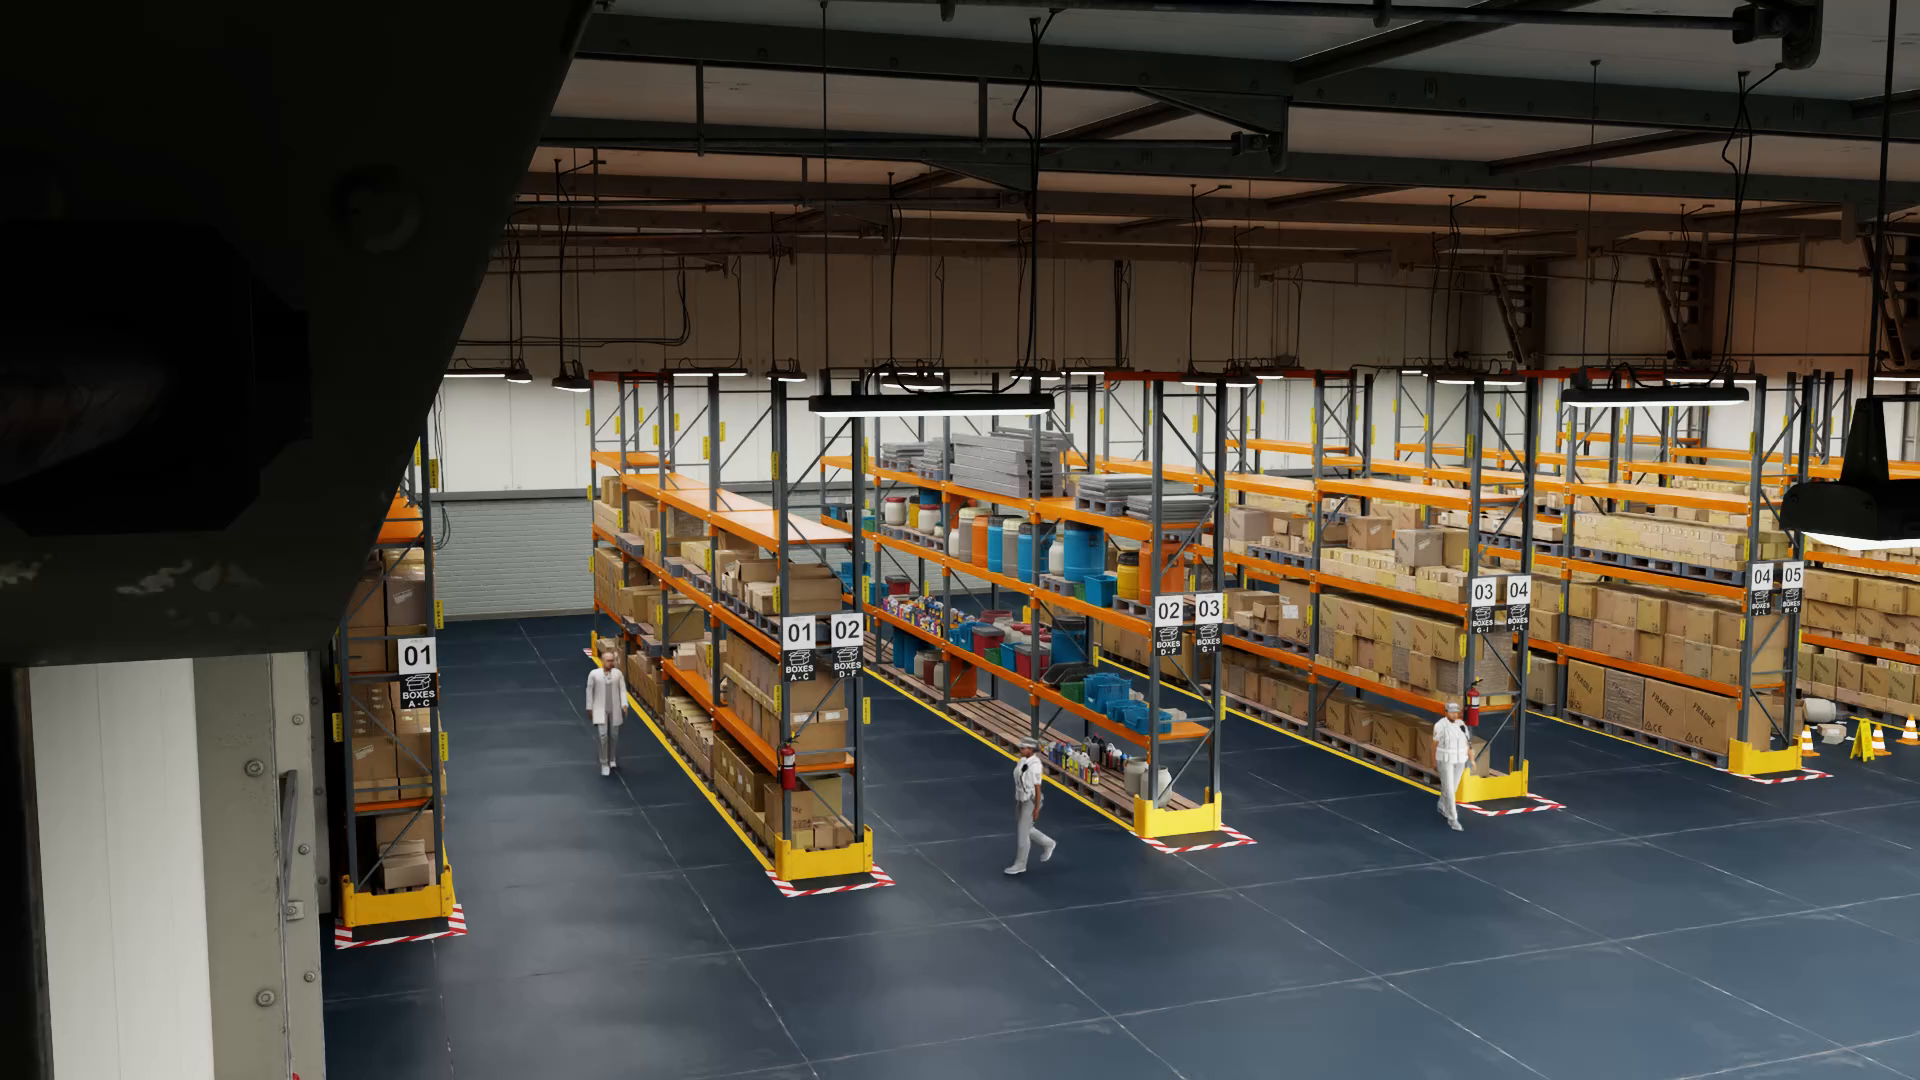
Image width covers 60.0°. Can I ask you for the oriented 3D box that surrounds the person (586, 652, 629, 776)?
[{"bbox_3d":[-5.351,2.641,25.364,0.607,1.813,0.739,-3,7,-26],"label":"person"}]

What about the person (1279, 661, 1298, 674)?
[{"bbox_3d":[6.311,1.884,32.008,0.615,1.776,0.609,-1,6,-5],"label":"person"}]

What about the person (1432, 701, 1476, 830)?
[{"bbox_3d":[6.683,3.004,22.454,0.495,1.640,0.821,-2,7,-15],"label":"person"}]

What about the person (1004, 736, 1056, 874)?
[{"bbox_3d":[0.858,3.222,20.449,0.776,1.656,0.479,-3,7,-23],"label":"person"}]
